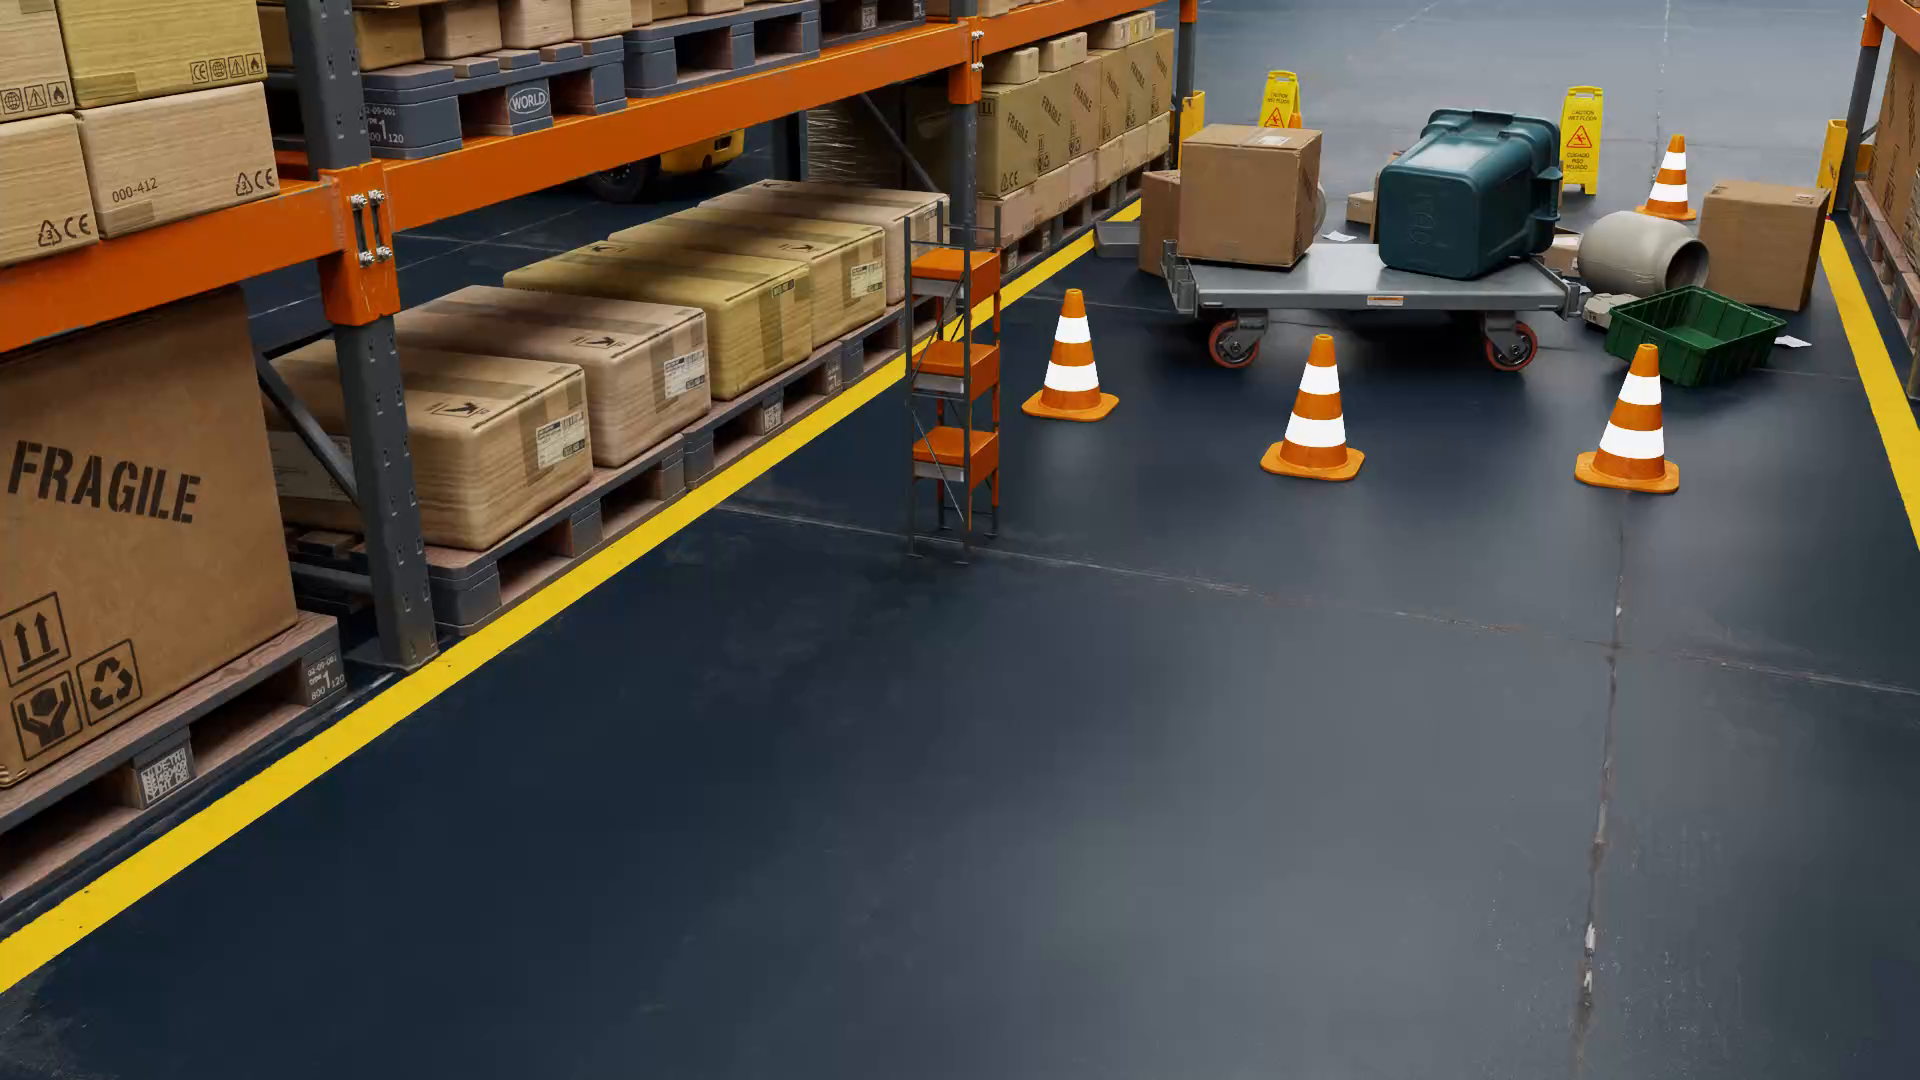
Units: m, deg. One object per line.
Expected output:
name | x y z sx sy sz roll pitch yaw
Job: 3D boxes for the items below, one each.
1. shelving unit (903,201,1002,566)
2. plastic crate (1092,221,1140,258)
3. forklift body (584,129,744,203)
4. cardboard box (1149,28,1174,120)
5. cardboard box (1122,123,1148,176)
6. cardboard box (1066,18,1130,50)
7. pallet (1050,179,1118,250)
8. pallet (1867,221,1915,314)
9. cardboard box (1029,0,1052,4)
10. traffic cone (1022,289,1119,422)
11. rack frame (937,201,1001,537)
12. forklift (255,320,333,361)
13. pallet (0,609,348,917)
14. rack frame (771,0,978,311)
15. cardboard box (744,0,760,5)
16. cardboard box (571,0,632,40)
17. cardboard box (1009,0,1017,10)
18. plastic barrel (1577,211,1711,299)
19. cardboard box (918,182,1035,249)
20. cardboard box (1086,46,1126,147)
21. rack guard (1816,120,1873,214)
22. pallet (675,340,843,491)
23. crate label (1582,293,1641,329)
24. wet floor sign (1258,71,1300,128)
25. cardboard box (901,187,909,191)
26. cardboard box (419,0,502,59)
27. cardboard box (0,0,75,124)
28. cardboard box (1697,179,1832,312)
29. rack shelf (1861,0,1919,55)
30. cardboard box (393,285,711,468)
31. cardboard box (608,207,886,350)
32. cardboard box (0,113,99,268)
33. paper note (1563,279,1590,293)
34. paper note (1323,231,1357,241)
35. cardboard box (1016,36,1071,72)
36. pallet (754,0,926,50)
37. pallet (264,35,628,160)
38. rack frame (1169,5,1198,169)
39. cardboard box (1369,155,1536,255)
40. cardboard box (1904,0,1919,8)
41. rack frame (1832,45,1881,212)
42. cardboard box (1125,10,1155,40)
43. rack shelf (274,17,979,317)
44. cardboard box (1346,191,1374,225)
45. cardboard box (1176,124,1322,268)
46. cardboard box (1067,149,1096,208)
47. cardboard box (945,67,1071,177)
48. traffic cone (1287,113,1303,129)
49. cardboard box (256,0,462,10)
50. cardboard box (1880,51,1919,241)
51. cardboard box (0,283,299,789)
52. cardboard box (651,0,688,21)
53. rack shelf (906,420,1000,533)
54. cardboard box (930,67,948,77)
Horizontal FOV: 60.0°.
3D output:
shelving unit | -0.020 -0.465 5.002 0.215 1.050 0.252 9 24 20
plastic crate | 0.937 -1.648 9.093 0.402 0.080 0.583 1 23 2
forklift body | -2.542 -3.360 10.505 2.313 2.155 1.214 9 24 20
cardboard box | 1.023 -2.930 10.421 0.500 0.500 0.500 9 24 20
cardboard box | 0.828 -2.396 10.116 0.500 0.250 0.500 9 24 20
cardboard box | 0.753 -2.904 9.519 0.380 0.149 0.250 10 25 22
pallet | 0.261 -1.948 9.640 1.003 0.211 1.213 9 24 20
pallet | 5.033 -1.291 8.067 1.003 0.211 1.213 9 24 20
cardboard box | 0.248 -2.783 8.346 0.380 0.149 0.250 10 25 22
traffic cone | 0.432 -0.736 6.413 0.336 0.463 0.334 9 24 20
rack frame | 0.025 -0.509 5.106 0.200 1.050 0.008 9 24 20
forklift | -3.363 -1.543 5.142 1.130 2.935 3.031 8 24 19
pallet | -2.256 0.438 3.927 1.003 0.211 1.213 9 24 20
rack frame | -0.407 -2.551 7.466 1.000 3.000 0.127 9 24 20
cardboard box | -0.928 -1.963 5.838 0.380 0.149 0.250 8 24 18
cardboard box | -1.198 -1.570 4.899 0.380 0.149 0.250 9 24 20
cardboard box | 0.053 -2.600 7.908 0.380 0.149 0.250 10 24 22
plastic barrel | 3.223 -1.315 7.850 0.421 0.421 0.512 -12 25 -26
cardboard box | 0.063 -1.649 8.328 0.500 0.250 0.500 8 24 18
cardboard box | 0.638 -2.563 9.543 0.500 0.500 0.500 8 24 19
rack guard | 5.721 -2.165 9.785 1.175 0.500 0.348 9 24 20
pallet | -1.147 -0.548 6.287 1.003 0.211 1.213 9 24 20
crate label | 2.987 -1.026 7.530 0.298 0.136 0.250 -7 24 -17
wet floor sign | 2.142 -2.811 11.142 0.267 0.644 0.232 19 29 38
cardboard box | -0.437 -1.726 8.513 0.500 0.250 0.500 10 25 22
cardboard box | -1.464 -1.384 4.452 0.380 0.149 0.250 7 24 17
cardboard box | -2.024 -0.888 3.029 0.500 0.250 0.500 8 24 19
cardboard box | 3.850 -1.429 8.019 0.500 0.500 0.500 13 26 29
rack shelf | 4.969 -2.262 7.708 1.077 0.370 4.000 9 24 20
cardboard box | -1.407 -0.567 5.580 0.950 0.372 0.625 8 24 19
cardboard box | -0.864 -1.087 6.824 0.950 0.372 0.625 10 25 23
cardboard box | -2.015 -0.647 3.103 0.500 0.250 0.500 9 24 21
paper note | 3.031 -1.253 8.220 0.172 0.023 0.155 19 29 38
paper note | 2.121 -1.702 9.299 0.148 0.019 0.142 19 29 38
cardboard box | 0.354 -2.514 8.586 0.380 0.149 0.250 10 25 22
pallet | -0.826 -2.210 6.898 1.003 0.211 1.213 9 24 20
pallet | -1.727 -1.302 4.723 1.213 0.211 1.003 9 24 20
rack frame | 1.078 -3.983 10.893 1.000 3.000 0.127 9 24 20
cardboard box | 2.437 -1.566 8.171 0.797 0.637 0.503 9 24 20
cardboard box | 5.107 -2.858 8.005 0.875 0.550 0.550 9 24 20
rack frame | 5.712 -3.310 9.283 1.000 3.000 0.127 9 24 20
cardboard box | 0.949 -3.088 9.959 0.380 0.149 0.250 10 24 22
rack shelf | -1.150 -1.503 5.891 1.077 0.370 4.000 9 24 20
cardboard box | 2.467 -1.909 9.628 0.250 0.149 0.380 -17 28 -35
cardboard box | 1.256 -1.503 7.217 0.500 0.500 0.500 9 24 20
cardboard box | 0.445 -2.032 9.244 0.500 0.250 0.500 8 24 19
cardboard box | 0.250 -2.188 8.646 0.500 0.500 0.500 10 25 22
traffic cone | 2.116 -2.473 10.571 0.336 0.463 0.334 9 24 20
cardboard box | -1.511 -1.625 4.188 0.500 0.500 0.500 8 24 19
cardboard box | 5.196 -1.956 8.253 0.875 0.875 0.875 8 24 19
cardboard box | -2.227 -0.098 3.804 0.875 0.875 0.875 9 24 20
cardboard box | -1.112 -1.775 5.388 0.380 0.149 0.250 10 25 22
rack shelf | -0.020 -0.199 5.113 0.215 0.259 0.240 9 24 20
cardboard box | -0.249 -2.255 8.806 0.500 0.500 0.500 9 24 21
